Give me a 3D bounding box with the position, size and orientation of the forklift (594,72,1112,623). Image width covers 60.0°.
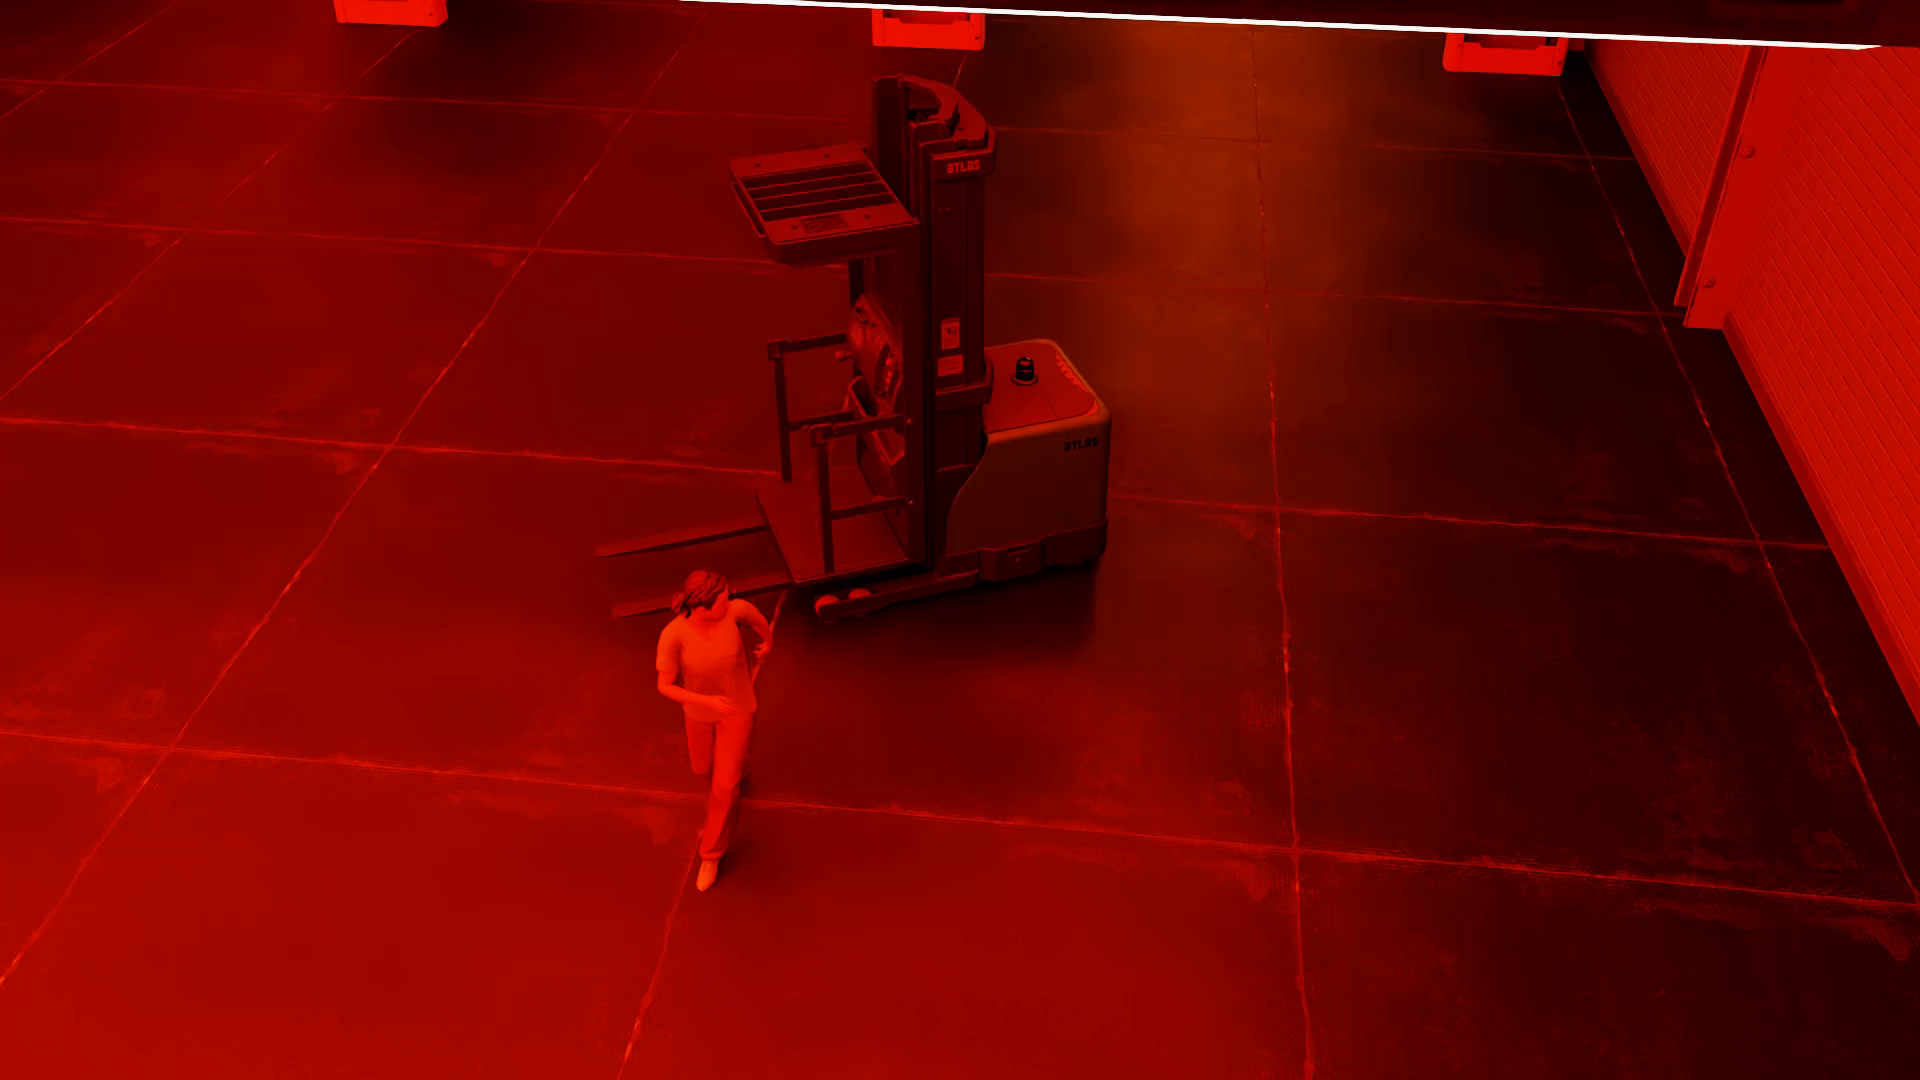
[{"bbox_3d":[-0.671,-1.041,9.442,3.031,2.935,1.130,-12,38,-15],"label":"forklift"}]

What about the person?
[{"bbox_3d":[-1.186,0.824,8.066,0.471,1.616,0.917,2,36,2],"label":"person"}]
